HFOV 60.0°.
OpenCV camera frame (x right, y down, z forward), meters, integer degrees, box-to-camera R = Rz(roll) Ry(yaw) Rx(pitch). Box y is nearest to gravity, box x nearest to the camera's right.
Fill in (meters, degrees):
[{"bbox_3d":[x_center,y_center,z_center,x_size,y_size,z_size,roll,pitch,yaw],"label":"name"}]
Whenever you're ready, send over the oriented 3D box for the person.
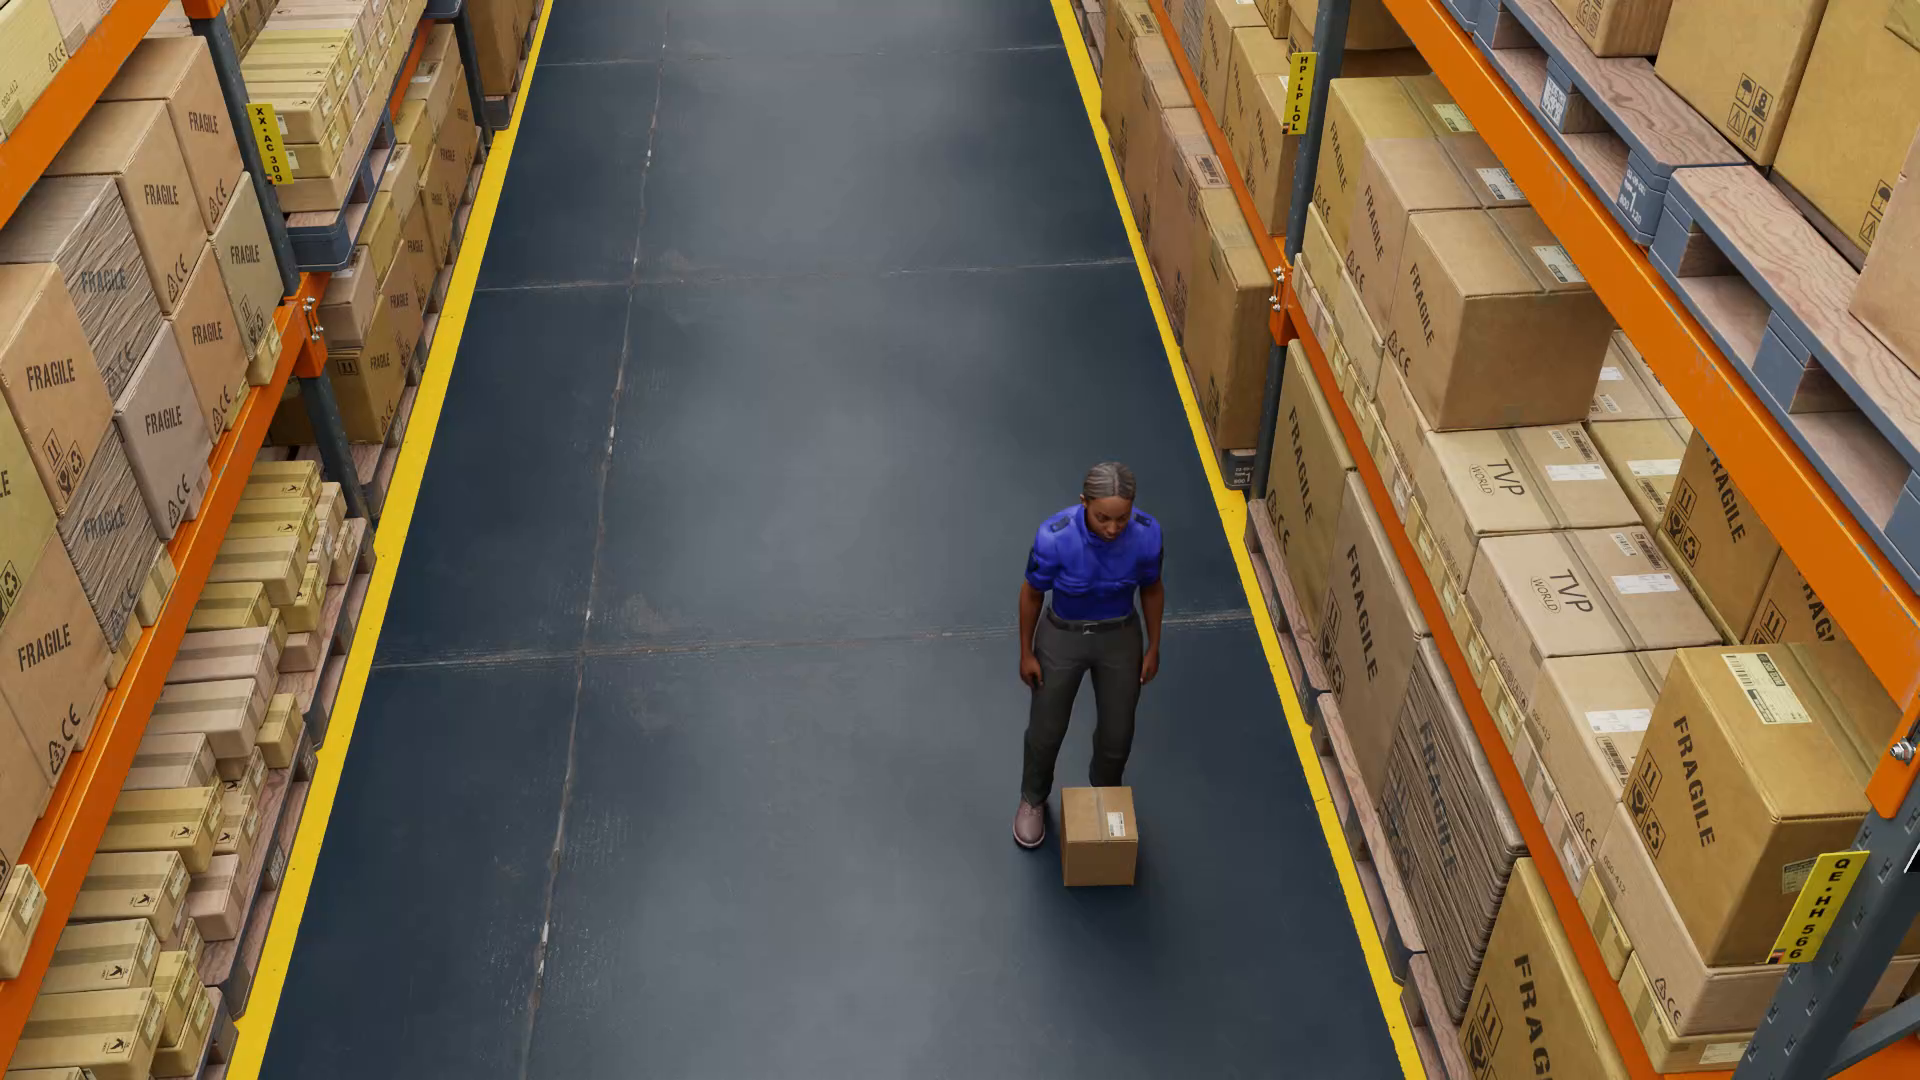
[{"bbox_3d":[0.440,0.374,5.702,0.506,1.655,0.351,-3,39,-4],"label":"person"}]
